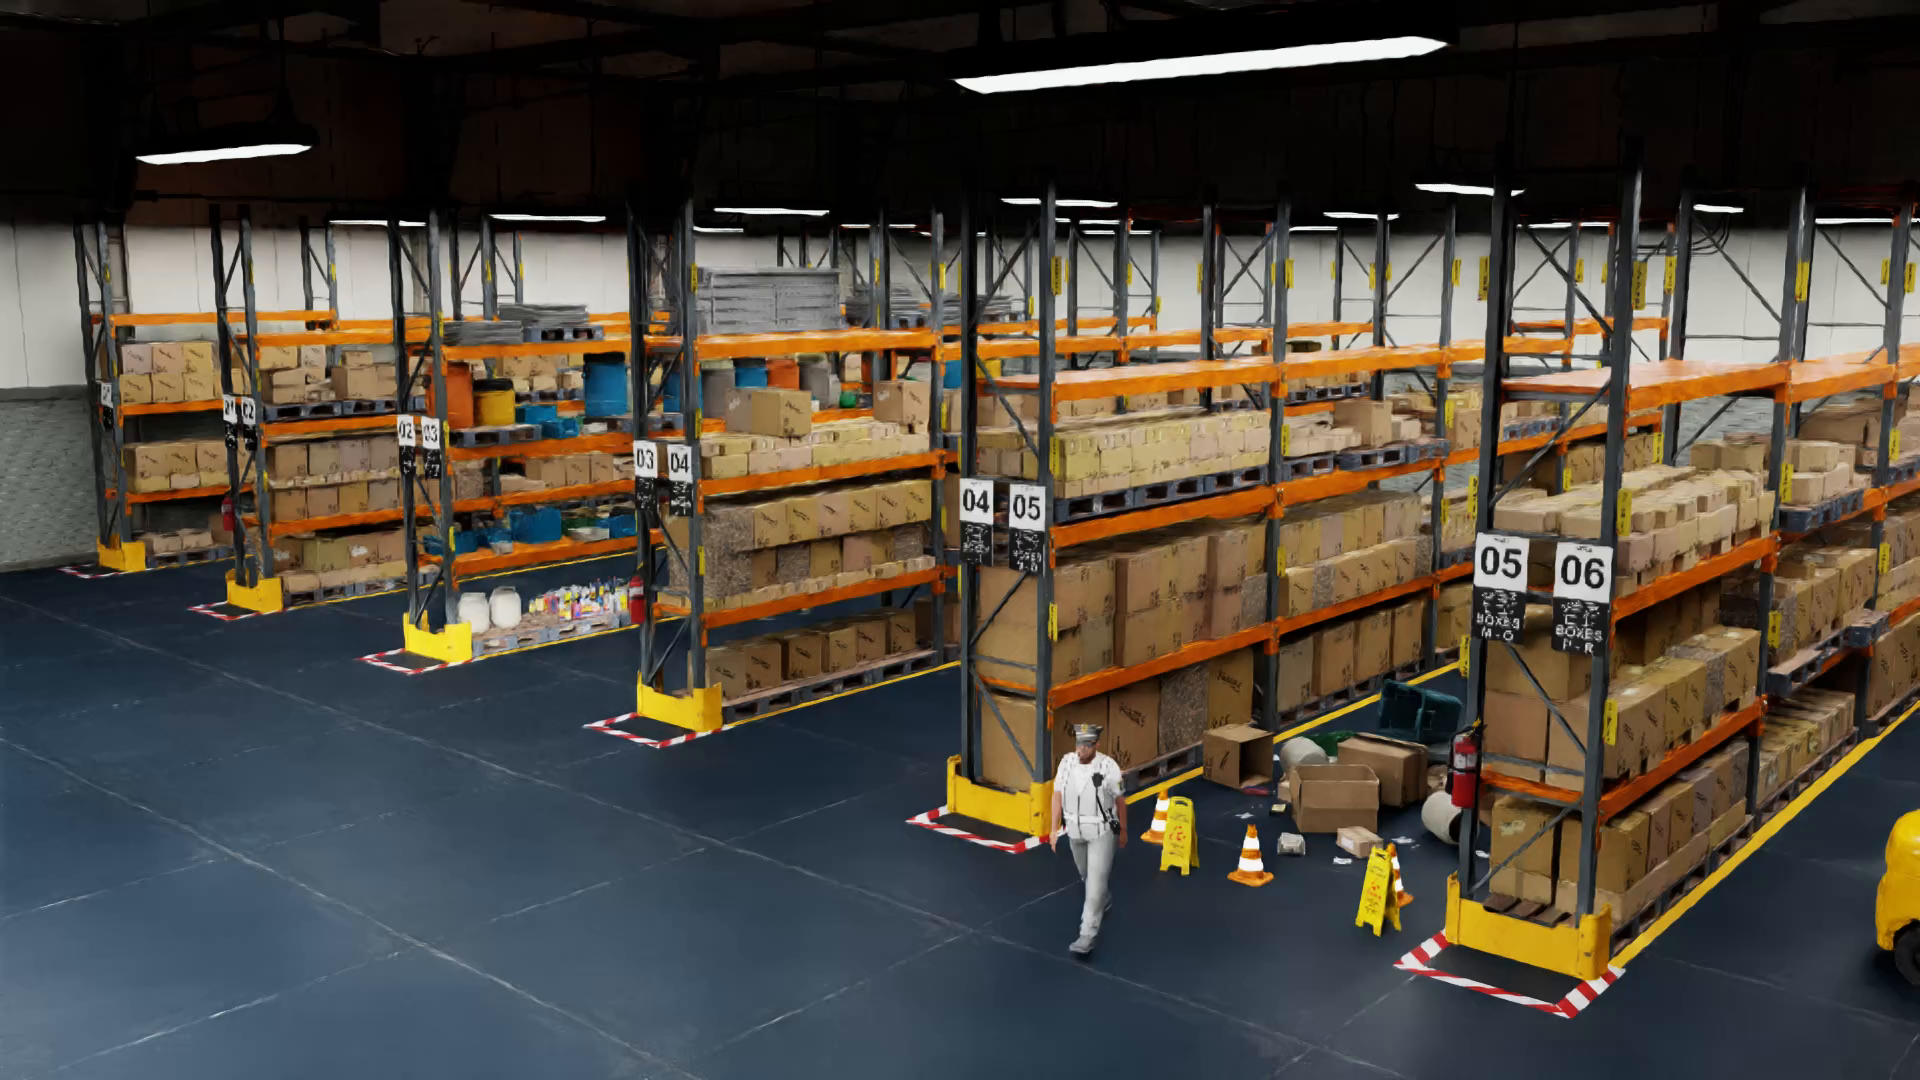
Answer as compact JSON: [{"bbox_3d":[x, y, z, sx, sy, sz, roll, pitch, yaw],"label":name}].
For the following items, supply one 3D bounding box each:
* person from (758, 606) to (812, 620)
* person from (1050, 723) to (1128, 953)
[{"bbox_3d":[-2.391,0.345,22.917,0.432,1.484,0.939,8,12,39],"label":"person"},{"bbox_3d":[0.972,2.210,12.774,0.536,1.707,1.036,6,11,32],"label":"person"}]
